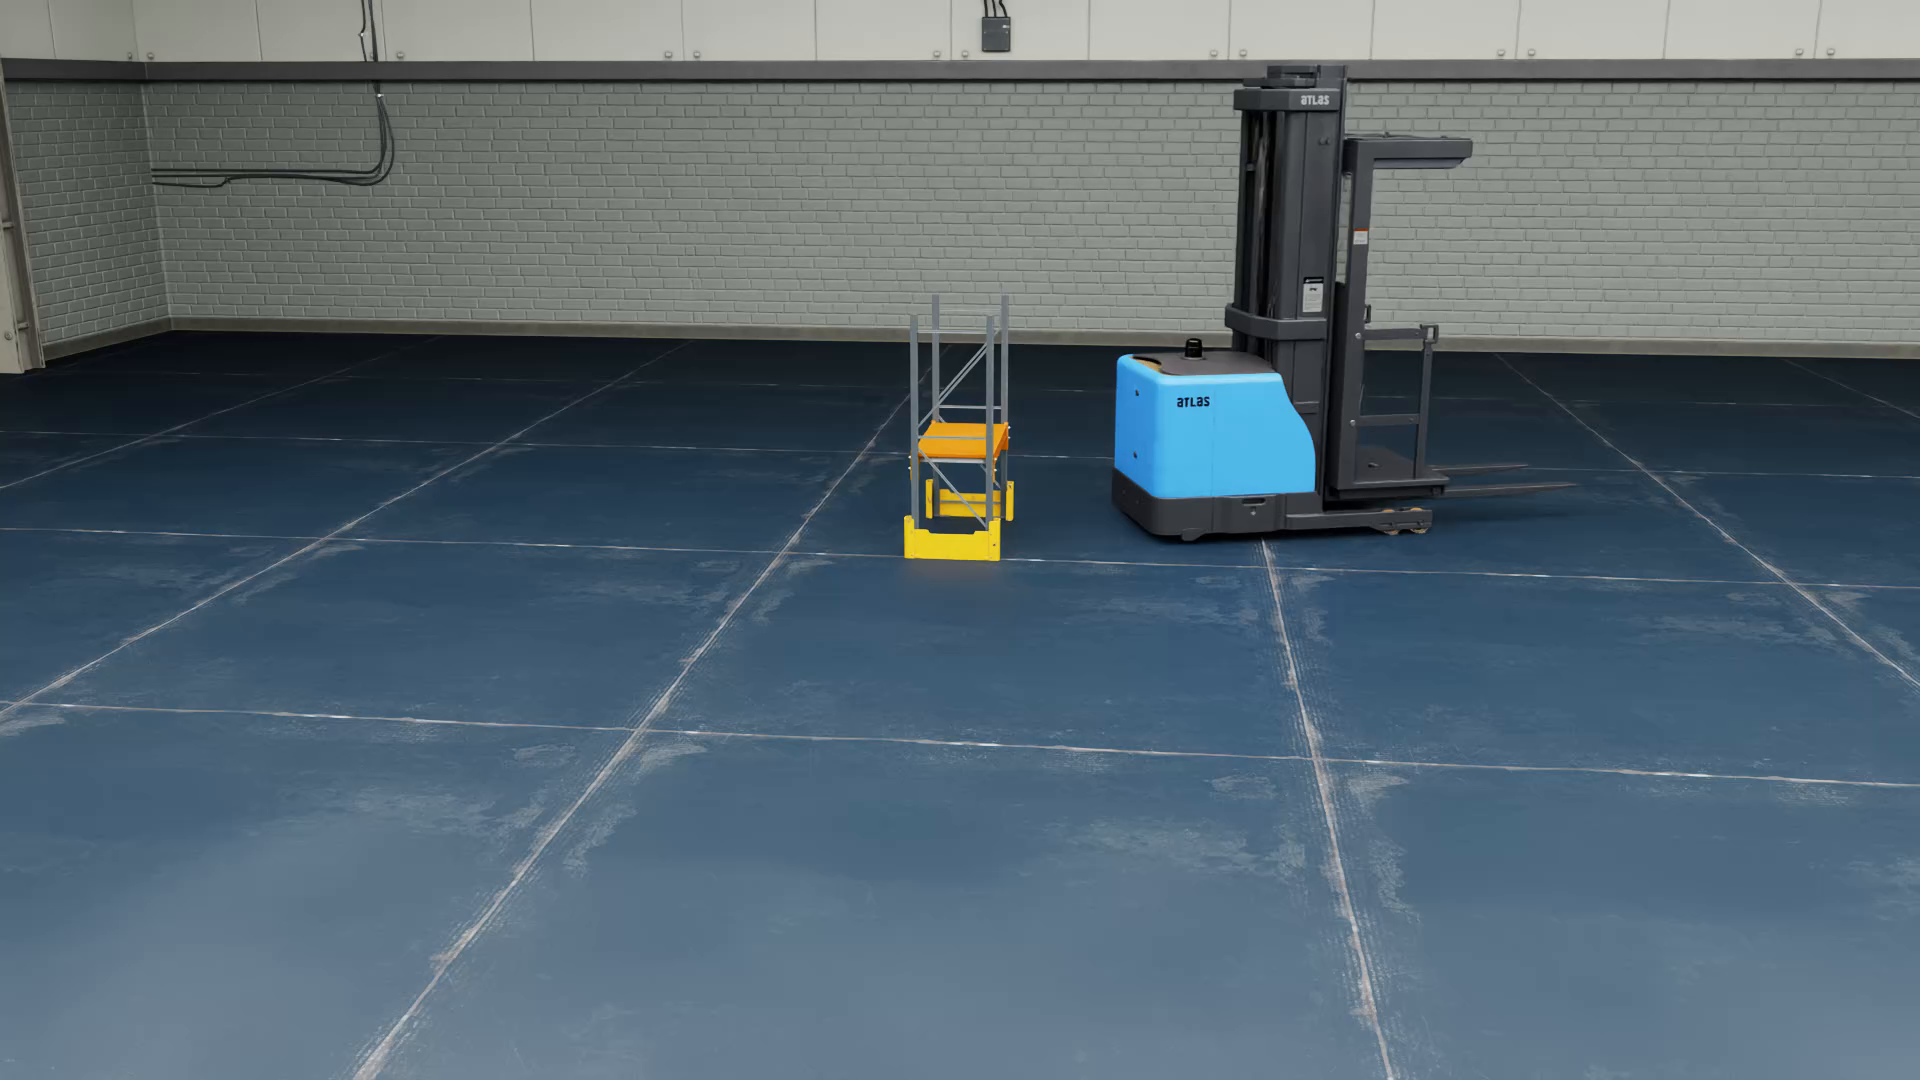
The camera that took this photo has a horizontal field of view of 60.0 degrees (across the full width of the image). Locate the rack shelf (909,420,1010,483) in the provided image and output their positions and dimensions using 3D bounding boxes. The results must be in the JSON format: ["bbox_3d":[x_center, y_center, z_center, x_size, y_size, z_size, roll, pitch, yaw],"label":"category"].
[{"bbox_3d":[0.010,-0.572,10.595,0.538,0.185,1.000,2,15,6],"label":"rack shelf"}]

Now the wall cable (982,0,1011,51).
[{"bbox_3d":[1.385,-8.179,17.156,2.305,6.003,0.169,2,15,6],"label":"wall cable"}]

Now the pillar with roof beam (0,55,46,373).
[{"bbox_3d":[-5.415,-5.970,15.499,9.100,9.000,0.400,2,15,6],"label":"pillar with roof beam"}]

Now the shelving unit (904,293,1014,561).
[{"bbox_3d":[0.009,-0.744,10.539,0.587,1.500,1.083,2,15,6],"label":"shelving unit"}]

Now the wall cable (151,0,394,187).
[{"bbox_3d":[-8.046,-5.323,19.055,3.097,2.526,0.112,2,15,6],"label":"wall cable"}]

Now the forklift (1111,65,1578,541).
[{"bbox_3d":[2.606,-1.579,10.886,3.031,2.935,1.130,-3,15,-11],"label":"forklift"}]

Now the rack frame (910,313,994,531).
[{"bbox_3d":[-0.048,-0.614,10.061,0.500,1.500,0.032,2,15,6],"label":"rack frame"}]

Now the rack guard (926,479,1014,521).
[{"bbox_3d":[0.065,-0.270,11.180,0.587,0.250,0.087,2,15,6],"label":"rack guard"}]

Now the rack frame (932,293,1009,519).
[{"bbox_3d":[0.067,-0.878,11.036,0.500,1.500,0.032,2,15,6],"label":"rack frame"}]

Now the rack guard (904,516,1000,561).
[{"bbox_3d":[-0.048,-0.011,10.225,0.587,0.250,0.087,2,15,6],"label":"rack guard"}]
